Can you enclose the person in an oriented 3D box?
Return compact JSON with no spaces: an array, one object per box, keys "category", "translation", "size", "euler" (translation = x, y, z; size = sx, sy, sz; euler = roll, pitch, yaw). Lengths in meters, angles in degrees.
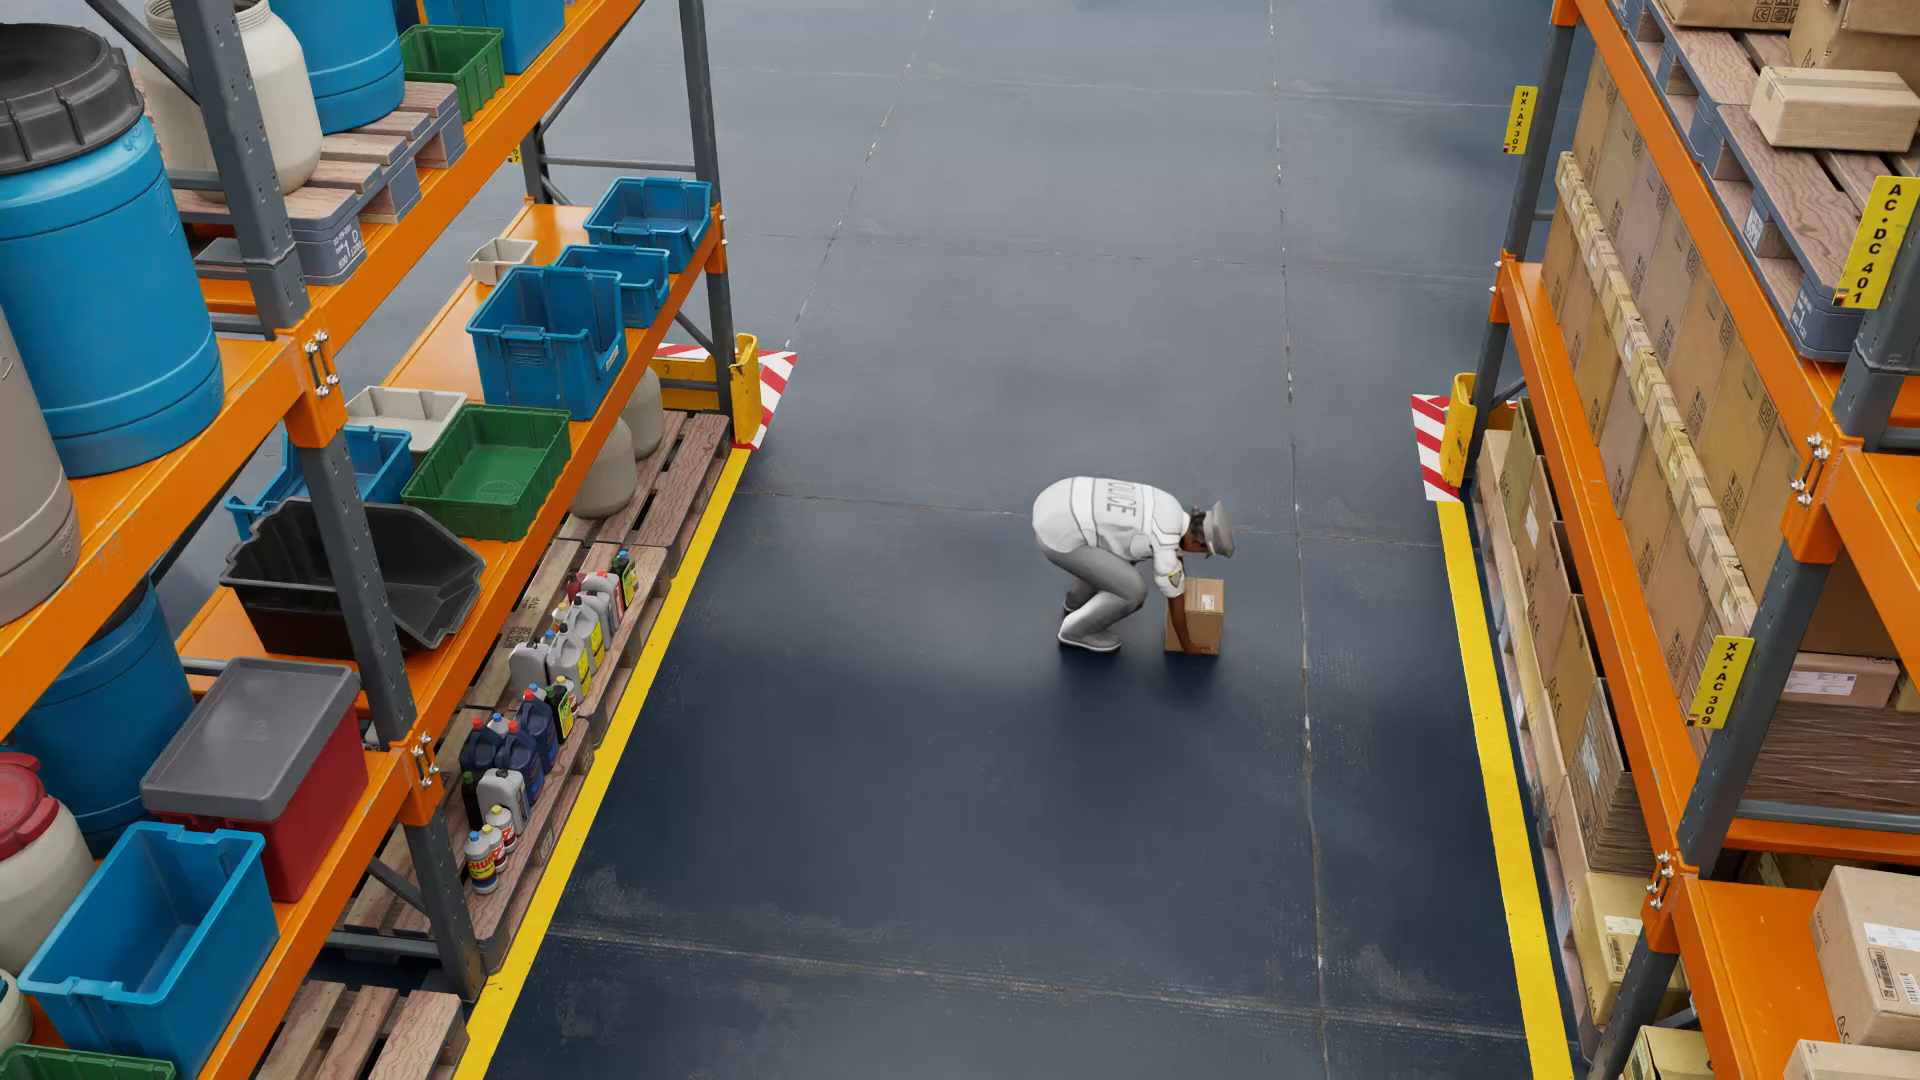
[{"category":"person","translation":[0.788,0.107,7.636],"size":[0.921,0.823,0.471],"euler":[3,36,4]}]
